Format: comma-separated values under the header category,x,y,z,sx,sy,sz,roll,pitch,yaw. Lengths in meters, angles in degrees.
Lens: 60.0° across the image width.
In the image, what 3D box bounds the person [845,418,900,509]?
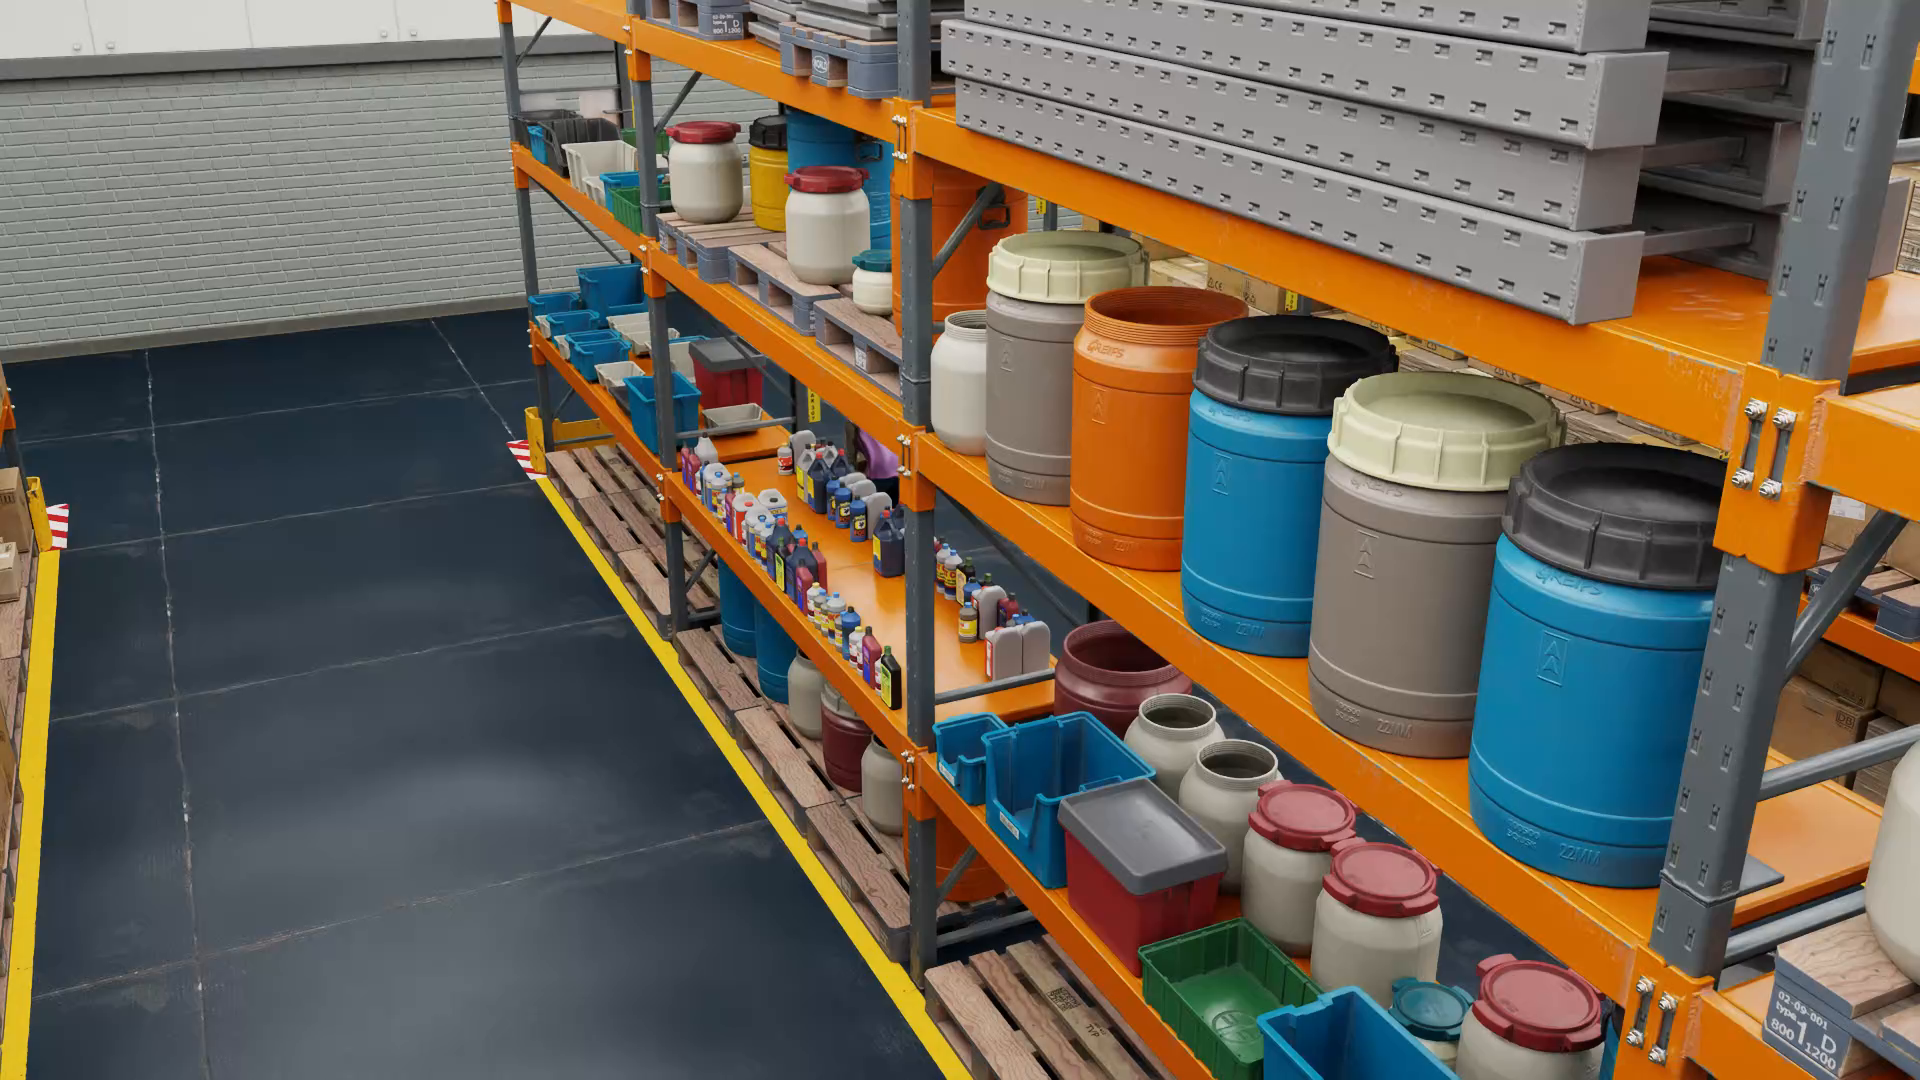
category,x,y,z,sx,sy,sz,roll,pitch,yaw
person,-0.642,-0.449,12.402,0.373,1.356,0.736,-15,27,-32
